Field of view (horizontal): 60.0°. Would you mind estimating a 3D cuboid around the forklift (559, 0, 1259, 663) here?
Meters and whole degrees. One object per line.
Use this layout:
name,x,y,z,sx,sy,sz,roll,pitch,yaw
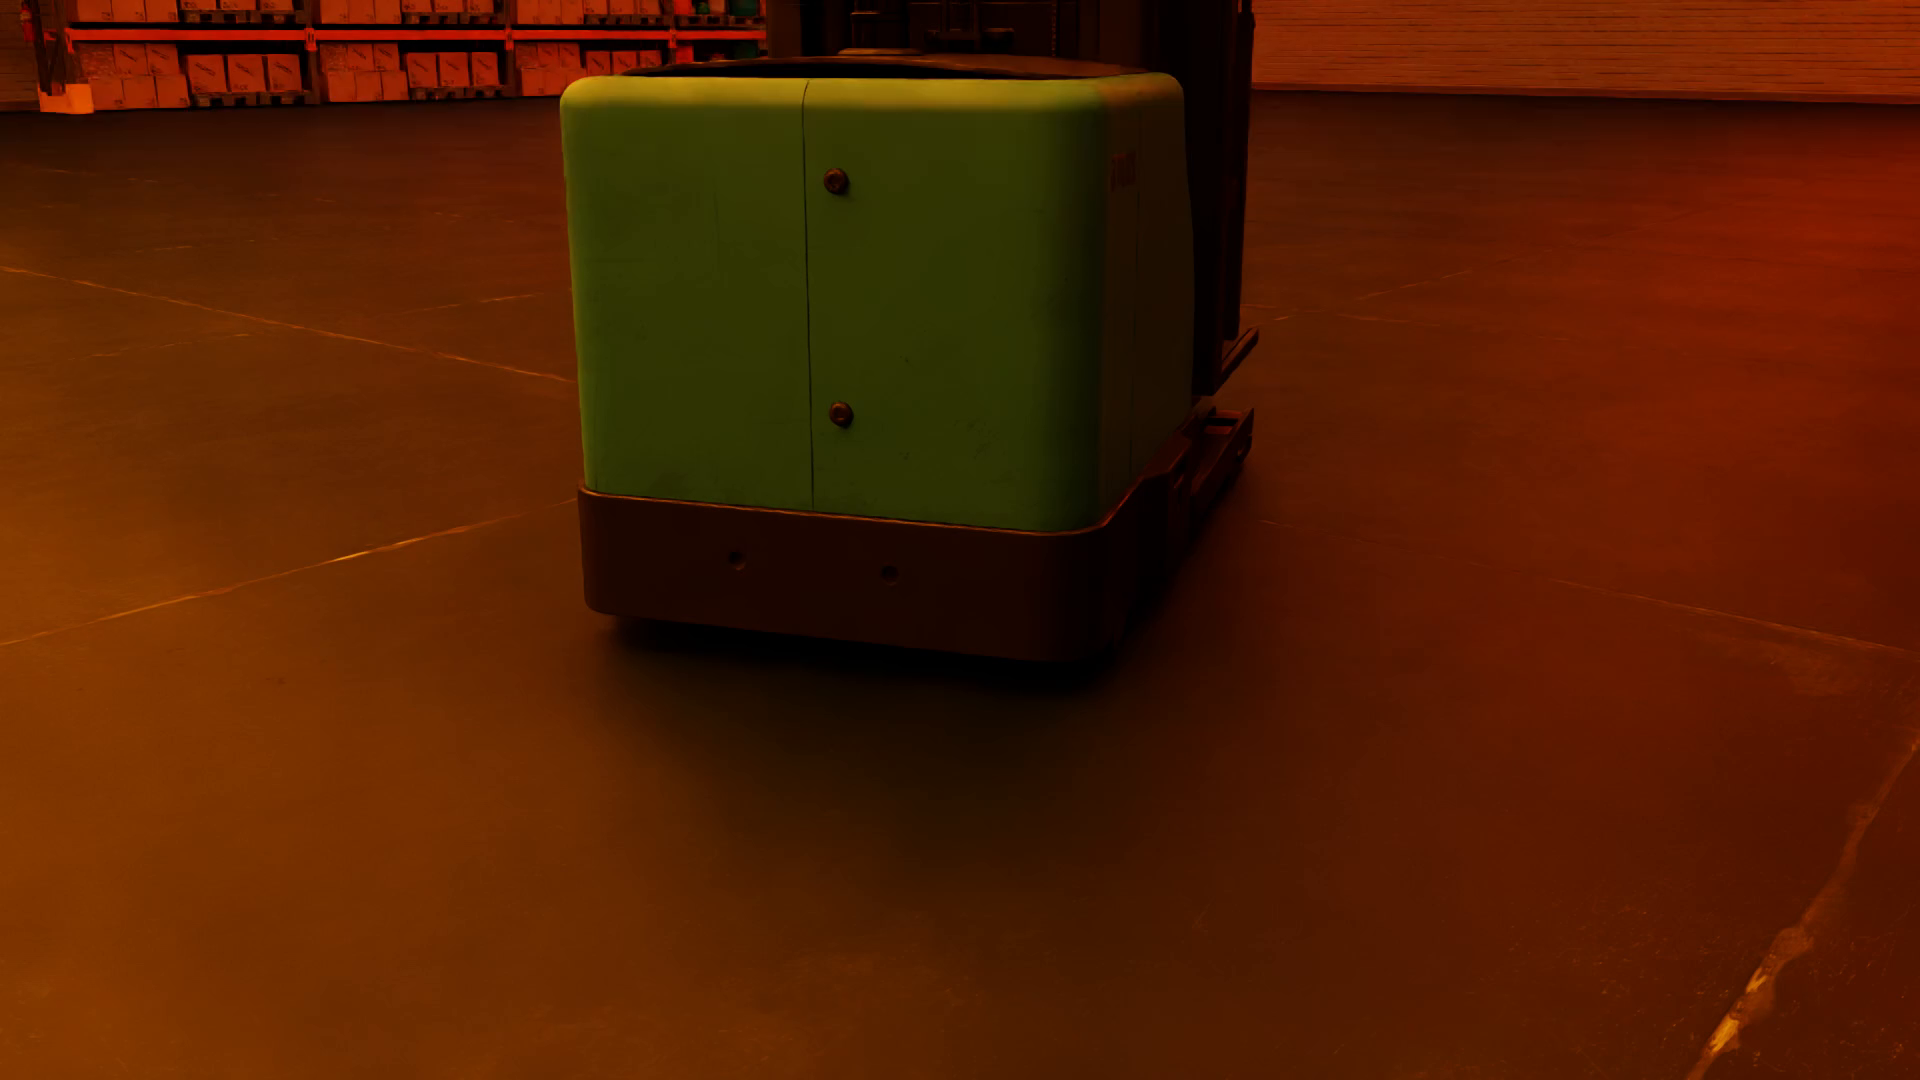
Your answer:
forklift,0.182,-1.571,4.072,1.130,2.935,3.031,5,18,17
